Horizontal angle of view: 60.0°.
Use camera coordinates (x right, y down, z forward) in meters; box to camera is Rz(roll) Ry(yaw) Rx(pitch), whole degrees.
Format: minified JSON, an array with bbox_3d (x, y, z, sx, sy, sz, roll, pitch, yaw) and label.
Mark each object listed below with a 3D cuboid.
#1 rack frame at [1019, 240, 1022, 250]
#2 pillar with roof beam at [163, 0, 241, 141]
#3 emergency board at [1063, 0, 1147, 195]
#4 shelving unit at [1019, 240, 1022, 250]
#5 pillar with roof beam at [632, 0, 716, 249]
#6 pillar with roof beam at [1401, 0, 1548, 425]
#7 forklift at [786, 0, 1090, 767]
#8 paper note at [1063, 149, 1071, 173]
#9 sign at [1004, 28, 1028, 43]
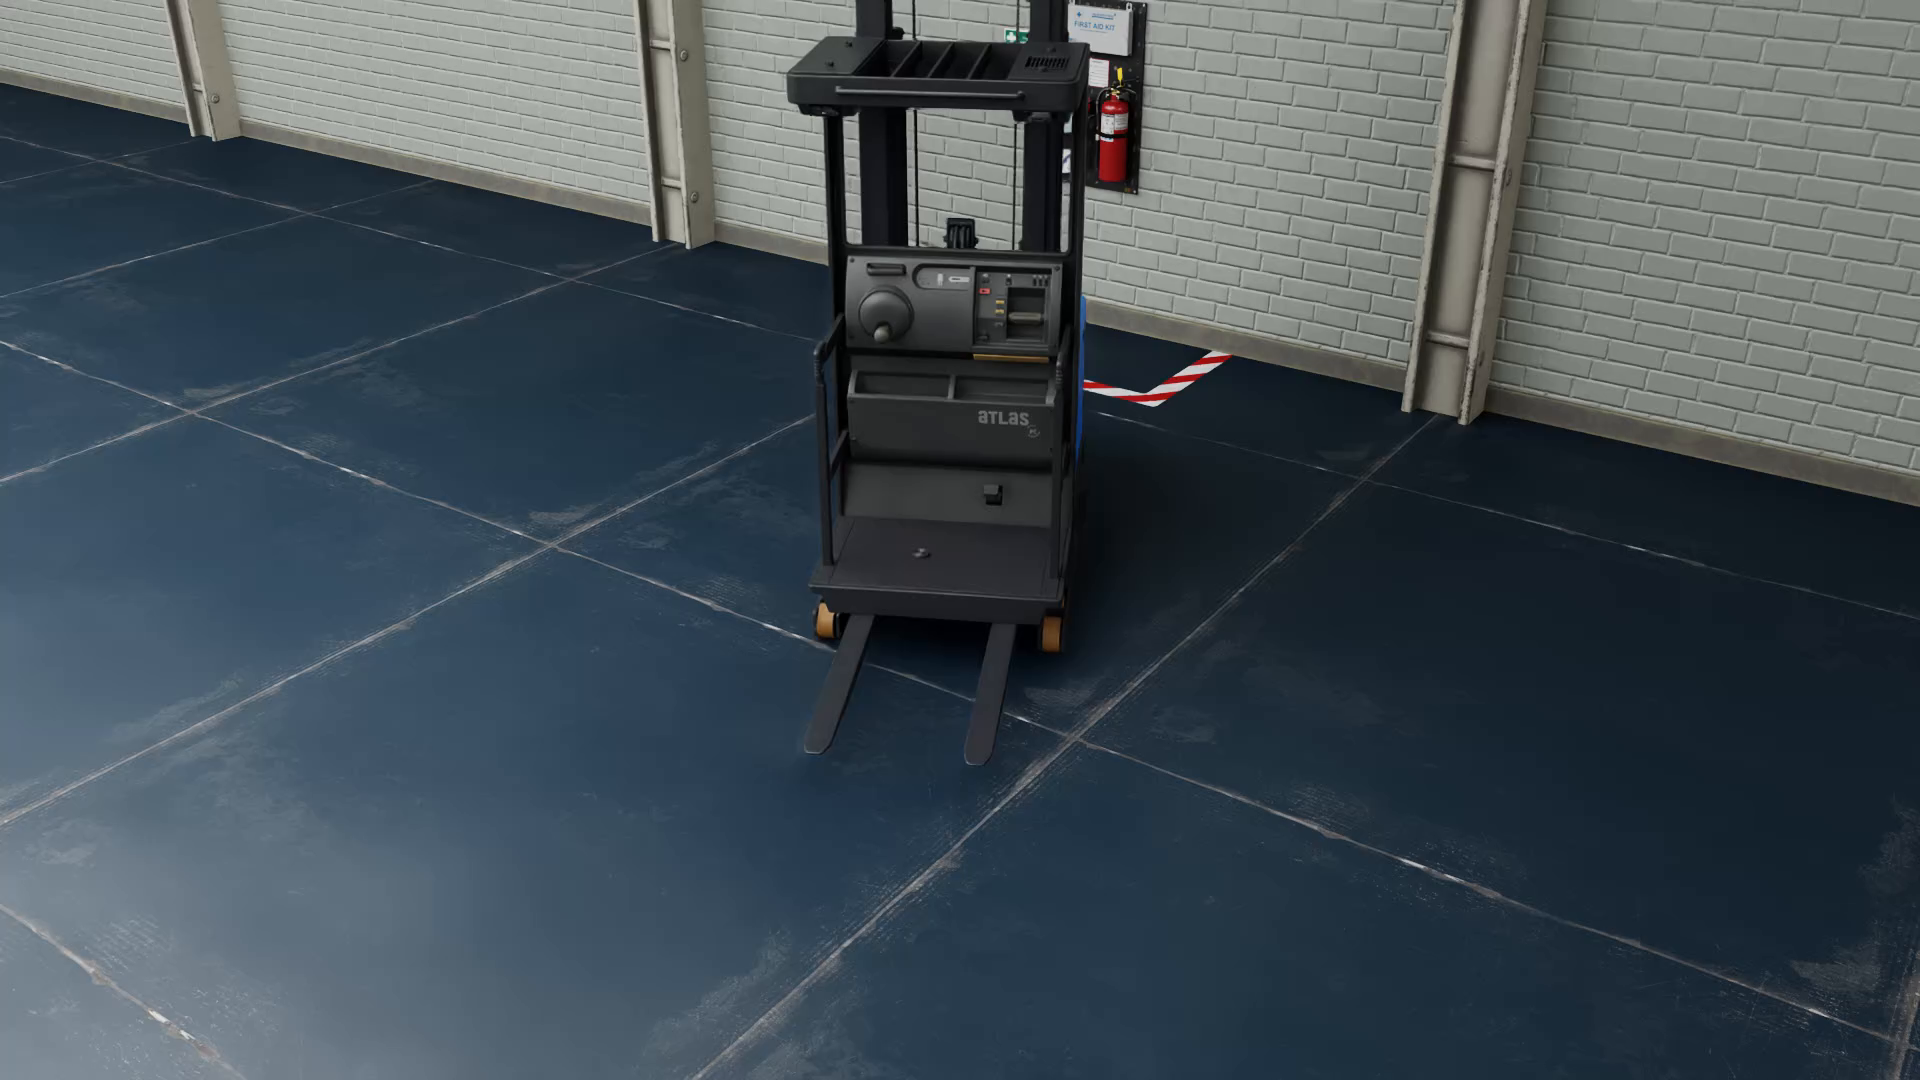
[{"bbox_3d":[0.255,-0.989,8.869,0.006,1.200,0.240,22,35,39],"label":"rack frame"},{"bbox_3d":[-9.495,-6.249,10.607,0.400,9.000,9.100,17,32,30],"label":"pillar with roof beam"},{"bbox_3d":[0.818,-2.752,10.350,0.643,1.169,0.194,17,32,30],"label":"emergency board"},{"bbox_3d":[0.321,-0.963,8.811,0.189,1.200,0.258,22,35,39],"label":"shelving unit"},{"bbox_3d":[-4.549,-4.708,7.579,0.400,9.000,9.100,17,32,30],"label":"pillar with roof beam"},{"bbox_3d":[0.396,-3.167,4.552,0.400,9.000,9.100,17,32,30],"label":"pillar with roof beam"},{"bbox_3d":[-0.053,-0.977,6.938,1.130,2.935,3.031,3,27,6],"label":"forklift"},{"bbox_3d":[0.711,-2.430,10.690,0.142,0.148,0.016,17,32,30],"label":"paper note"},{"bbox_3d":[0.420,-3.180,10.568,0.331,0.109,0.001,17,32,30],"label":"sign"}]
